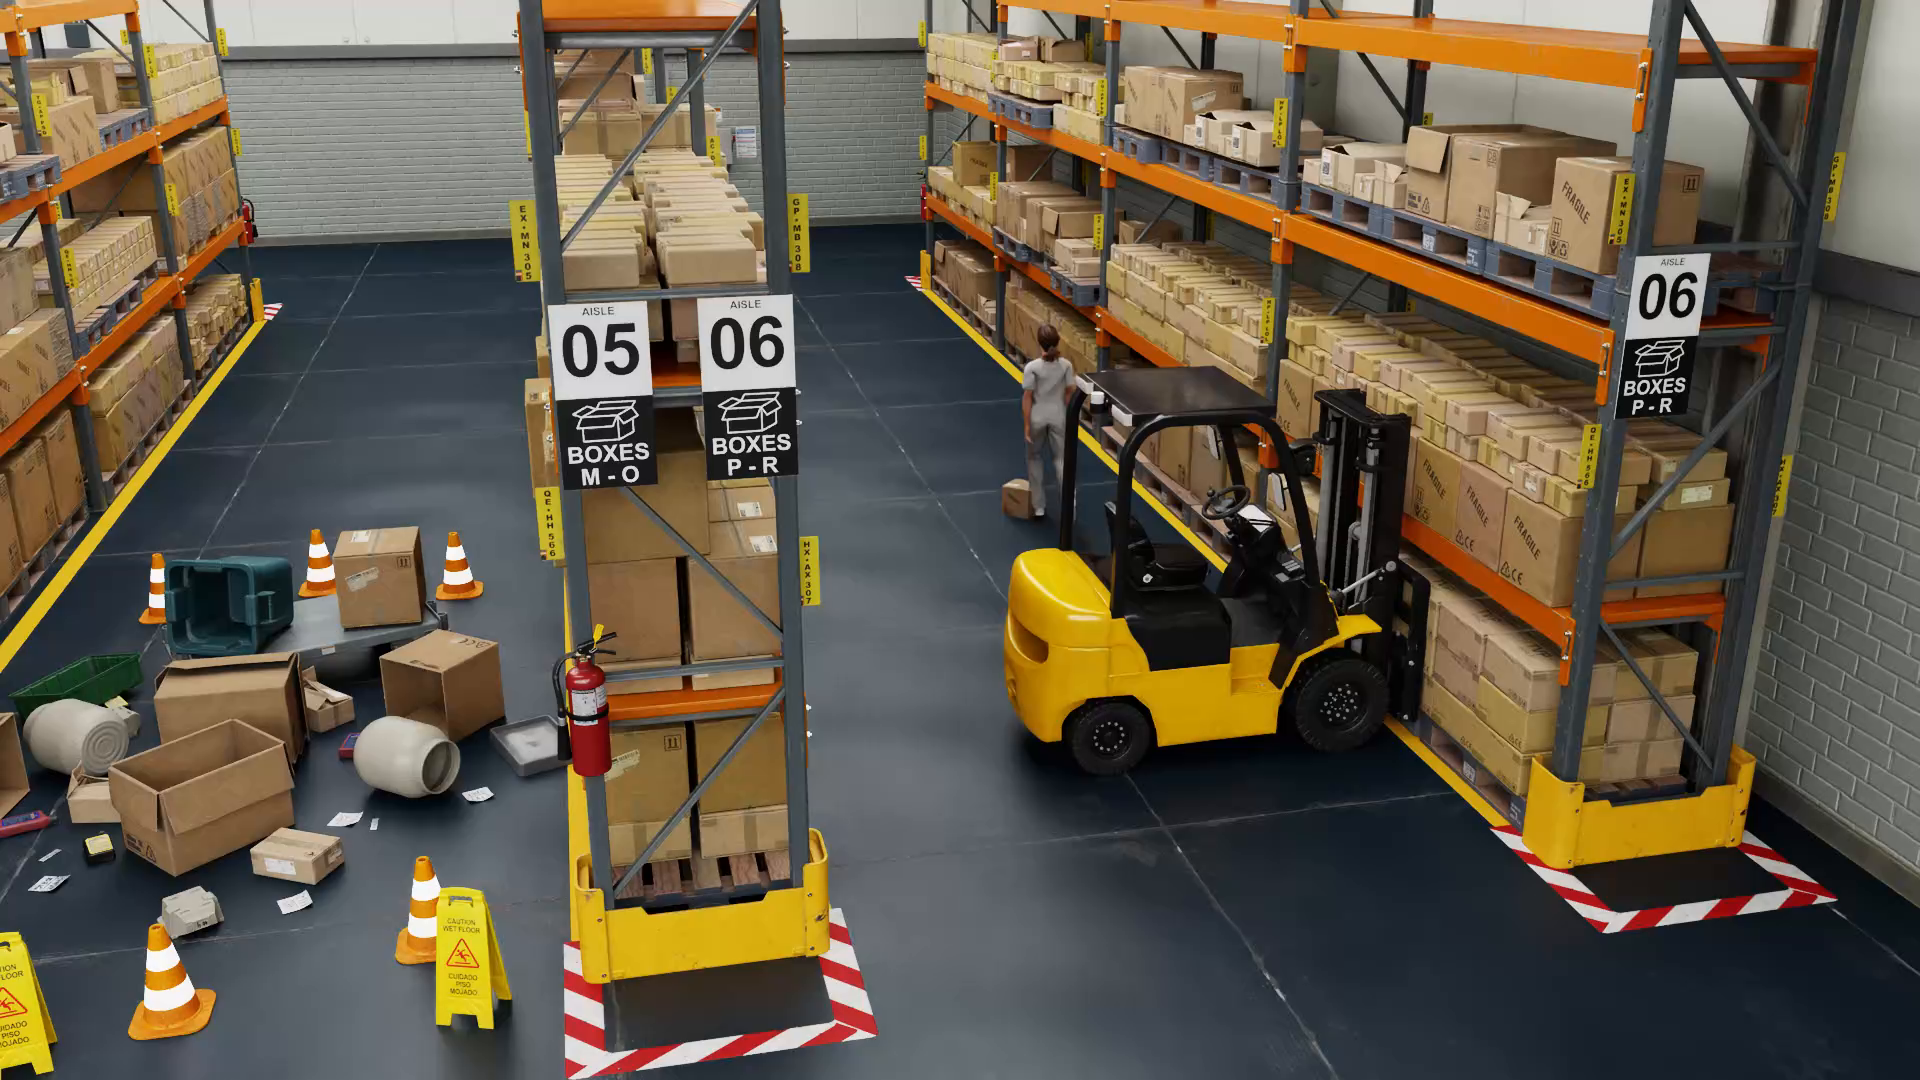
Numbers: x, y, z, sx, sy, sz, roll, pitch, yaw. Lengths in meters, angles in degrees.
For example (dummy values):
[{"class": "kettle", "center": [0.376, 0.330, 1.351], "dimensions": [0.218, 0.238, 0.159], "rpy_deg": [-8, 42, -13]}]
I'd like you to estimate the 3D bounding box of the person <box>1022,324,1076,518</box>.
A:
[{"class": "person", "center": [0.723, -0.957, 13.706], "dimensions": [0.445, 1.649, 0.743], "rpy_deg": [-4, 20, -11]}]
